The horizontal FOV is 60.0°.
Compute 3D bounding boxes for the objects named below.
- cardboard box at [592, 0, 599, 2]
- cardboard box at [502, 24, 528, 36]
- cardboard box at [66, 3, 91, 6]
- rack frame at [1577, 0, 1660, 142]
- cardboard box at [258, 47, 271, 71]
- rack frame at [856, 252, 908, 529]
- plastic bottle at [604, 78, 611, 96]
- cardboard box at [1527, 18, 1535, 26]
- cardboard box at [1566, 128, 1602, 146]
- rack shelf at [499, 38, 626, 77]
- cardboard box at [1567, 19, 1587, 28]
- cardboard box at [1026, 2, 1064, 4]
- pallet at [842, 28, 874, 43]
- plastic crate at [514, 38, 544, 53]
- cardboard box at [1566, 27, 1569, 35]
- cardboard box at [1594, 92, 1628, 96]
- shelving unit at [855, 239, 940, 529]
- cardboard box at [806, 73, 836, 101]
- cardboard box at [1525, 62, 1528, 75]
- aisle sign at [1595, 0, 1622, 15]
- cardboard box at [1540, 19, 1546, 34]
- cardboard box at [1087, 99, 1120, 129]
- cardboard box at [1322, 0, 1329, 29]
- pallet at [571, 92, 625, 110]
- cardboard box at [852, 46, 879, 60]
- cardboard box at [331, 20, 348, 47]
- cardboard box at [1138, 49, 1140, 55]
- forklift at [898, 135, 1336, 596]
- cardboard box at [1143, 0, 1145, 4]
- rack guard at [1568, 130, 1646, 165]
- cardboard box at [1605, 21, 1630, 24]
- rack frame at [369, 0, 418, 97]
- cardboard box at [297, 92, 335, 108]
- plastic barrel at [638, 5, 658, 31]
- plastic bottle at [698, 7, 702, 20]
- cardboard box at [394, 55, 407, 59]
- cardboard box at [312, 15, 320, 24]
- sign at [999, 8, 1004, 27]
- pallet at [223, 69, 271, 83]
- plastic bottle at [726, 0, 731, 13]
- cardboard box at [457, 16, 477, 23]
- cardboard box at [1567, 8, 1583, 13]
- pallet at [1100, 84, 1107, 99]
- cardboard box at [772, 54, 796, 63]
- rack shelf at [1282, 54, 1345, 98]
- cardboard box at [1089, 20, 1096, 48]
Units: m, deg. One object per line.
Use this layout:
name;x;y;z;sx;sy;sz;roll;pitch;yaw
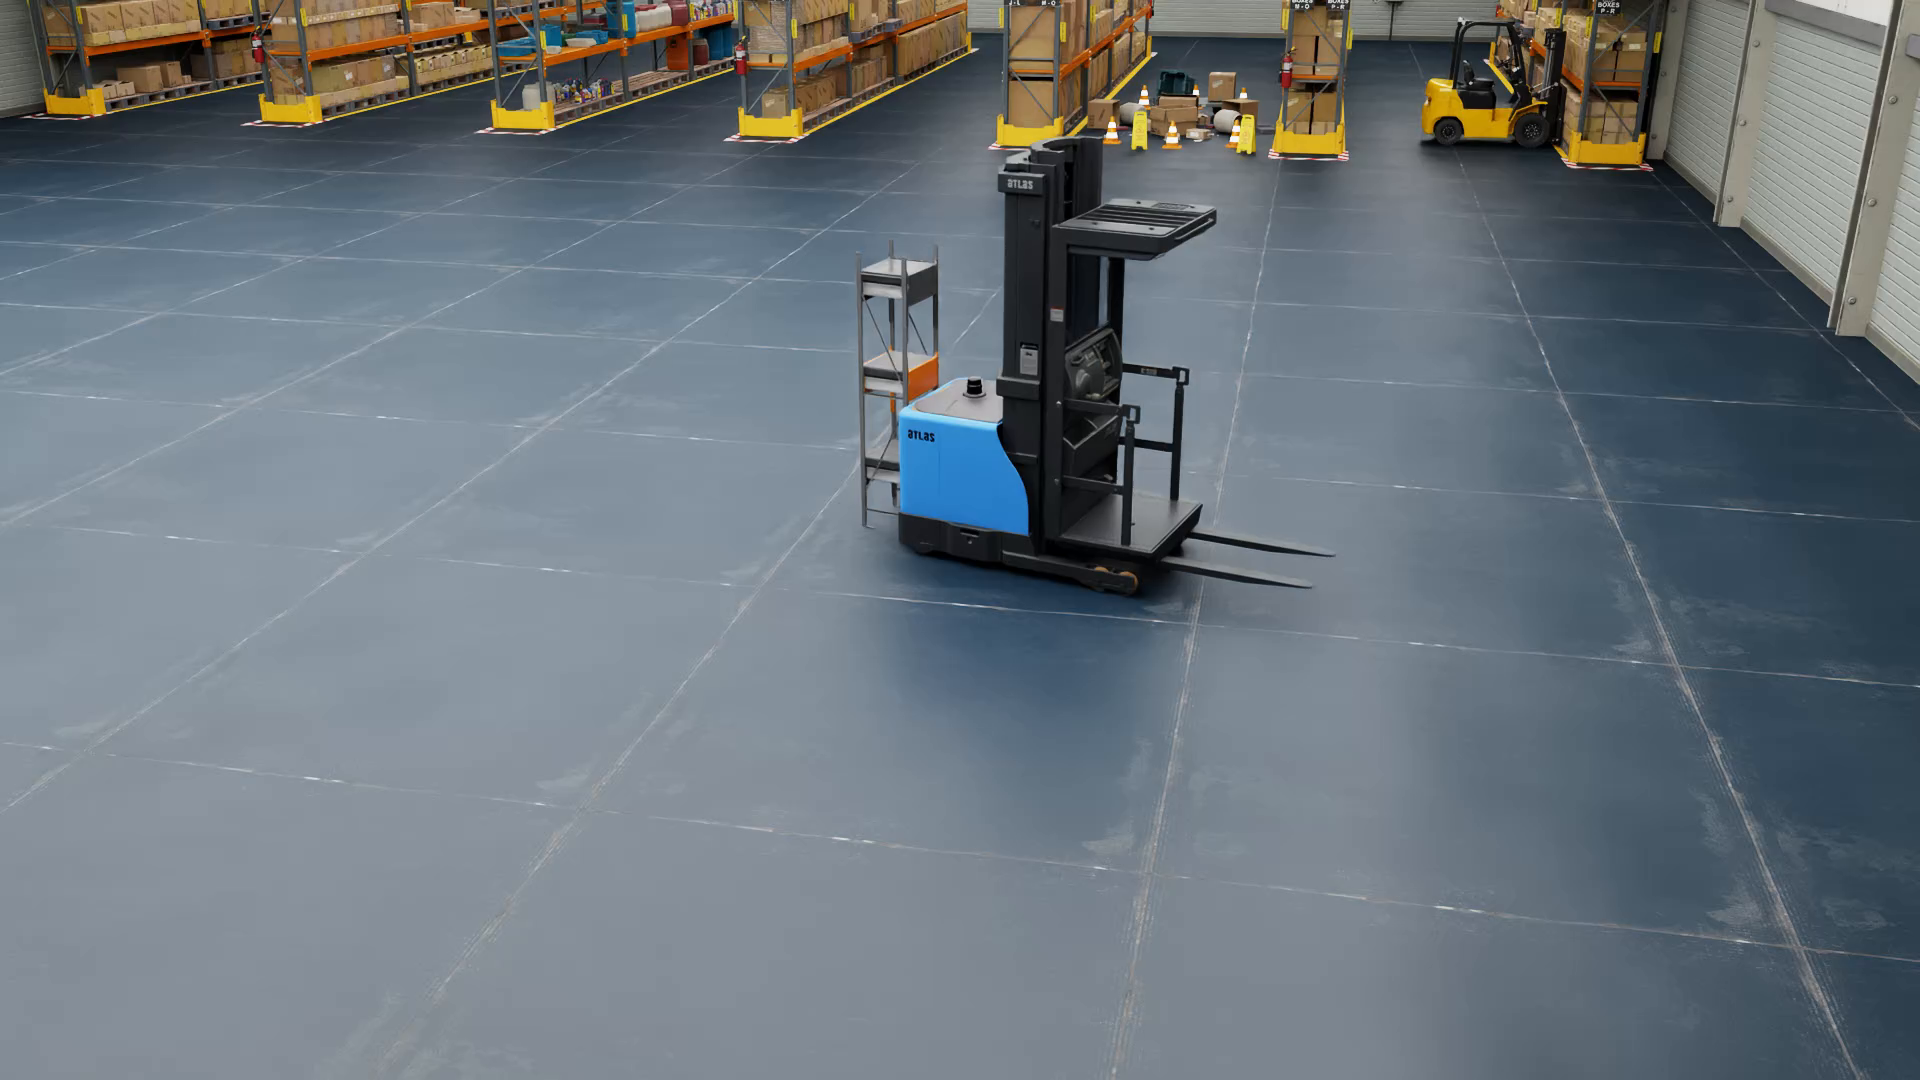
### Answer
cardboard box;-10.133;-14.892;45.182;0.500;0.500;0.500;4;22;10
cardboard box;-11.353;-12.992;42.352;0.500;0.250;0.500;5;22;11
cardboard box;-18.110;-10.771;34.253;0.500;0.500;0.500;5;22;12
rack frame;10.998;-7.846;27.821;1.000;3.000;0.127;4;22;11
cardboard box;-16.867;-11.451;39.529;0.700;0.500;0.500;4;22;11
rack frame;-0.559;-1.043;12.132;0.400;2.100;0.015;10;24;24
plastic bottle;-7.445;-9.537;34.976;0.144;0.351;0.185;4;22;9
cardboard box;12.389;-11.120;35.723;0.380;0.149;0.250;5;22;12
cardboard box;10.785;-6.962;28.743;0.500;0.250;0.500;5;22;11
rack shelf;-8.004;-9.754;33.521;1.077;0.370;4.000;4;22;11
cardboard box;11.298;-9.418;30.322;0.380;0.149;0.250;5;22;12
cardboard box;1.407;-9.475;30.219;0.875;0.550;0.550;4;22;11
pallet;-2.449;-10.621;34.967;1.003;0.211;1.213;4;22;11
plastic crate;-8.465;-9.730;32.698;0.499;0.251;0.408;4;22;11
cardboard box;11.292;-9.283;30.386;0.380;0.149;0.250;5;22;12
cardboard box;11.492;-7.756;29.376;0.500;0.250;0.500;4;22;11
shelving unit;-0.451;-1.124;12.335;0.431;2.100;0.503;10;24;24
cardboard box;-2.868;-9.334;34.298;0.500;0.500;0.500;4;22;9
cardboard box;12.619;-10.161;36.351;0.500;0.500;0.500;4;22;10
aisle sign;10.697;-9.051;27.331;0.394;0.787;0.004;4;22;11
cardboard box;12.073;-10.418;33.737;0.500;0.250;0.500;4;22;10
cardboard box;2.776;-8.222;32.097;0.500;0.500;0.500;8;23;20
cardboard box;6.380;-9.626;30.369;0.700;0.500;0.500;4;22;11
pallet;-7.774;-9.283;35.122;1.003;0.211;1.213;4;22;11
cardboard box;-2.137;-10.855;37.044;0.500;0.250;0.500;7;23;17
cardboard box;-12.943;-10.325;33.842;0.700;0.500;0.500;5;22;11
cardboard box;4.438;-12.600;42.877;0.380;0.149;0.250;5;22;12
forklift;1.105;-1.201;11.413;3.031;2.935;1.130;10;24;24
cardboard box;4.493;-14.042;42.672;0.500;0.500;0.500;5;22;11
rack guard;10.993;-6.678;28.266;1.175;0.500;0.348;4;22;11
cardboard box;11.752;-9.189;29.754;0.380;0.149;0.250;4;22;10
rack frame;-12.444;-11.198;36.144;1.000;3.000;0.127;4;22;11
cardboard box;-12.933;-8.834;33.391;0.500;0.250;0.500;4;22;11
plastic barrel;-6.948;-11.642;37.064;0.433;0.535;0.433;0;22;0
plastic bottle;-6.209;-12.576;39.722;0.061;0.283;0.133;4;22;11
cardboard box;-12.542;-10.739;37.370;0.500;0.311;0.500;5;22;12
cardboard box;-12.918;-10.307;32.927;0.380;0.149;0.250;4;22;10
sign;0.743;-9.257;29.457;0.100;0.325;0.005;4;22;11
pallet;-16.890;-11.013;39.417;1.003;0.211;1.213;4;22;11
plastic bottle;-5.831;-13.361;41.580;0.144;0.351;0.185;4;22;11
cardboard box;-11.541;-12.195;38.954;0.380;0.149;0.250;4;22;11
cardboard box;12.762;-10.985;34.612;0.380;0.149;0.250;5;23;13
pallet;2.669;-9.914;36.686;1.003;0.211;1.213;4;22;11
cardboard box;-3.272;-8.948;30.893;0.380;0.149;0.250;4;22;11
rack shelf;6.546;-8.621;30.708;1.077;0.370;4.000;4;22;11
cardboard box;2.459;-10.245;33.643;0.500;0.500;0.500;5;22;12
